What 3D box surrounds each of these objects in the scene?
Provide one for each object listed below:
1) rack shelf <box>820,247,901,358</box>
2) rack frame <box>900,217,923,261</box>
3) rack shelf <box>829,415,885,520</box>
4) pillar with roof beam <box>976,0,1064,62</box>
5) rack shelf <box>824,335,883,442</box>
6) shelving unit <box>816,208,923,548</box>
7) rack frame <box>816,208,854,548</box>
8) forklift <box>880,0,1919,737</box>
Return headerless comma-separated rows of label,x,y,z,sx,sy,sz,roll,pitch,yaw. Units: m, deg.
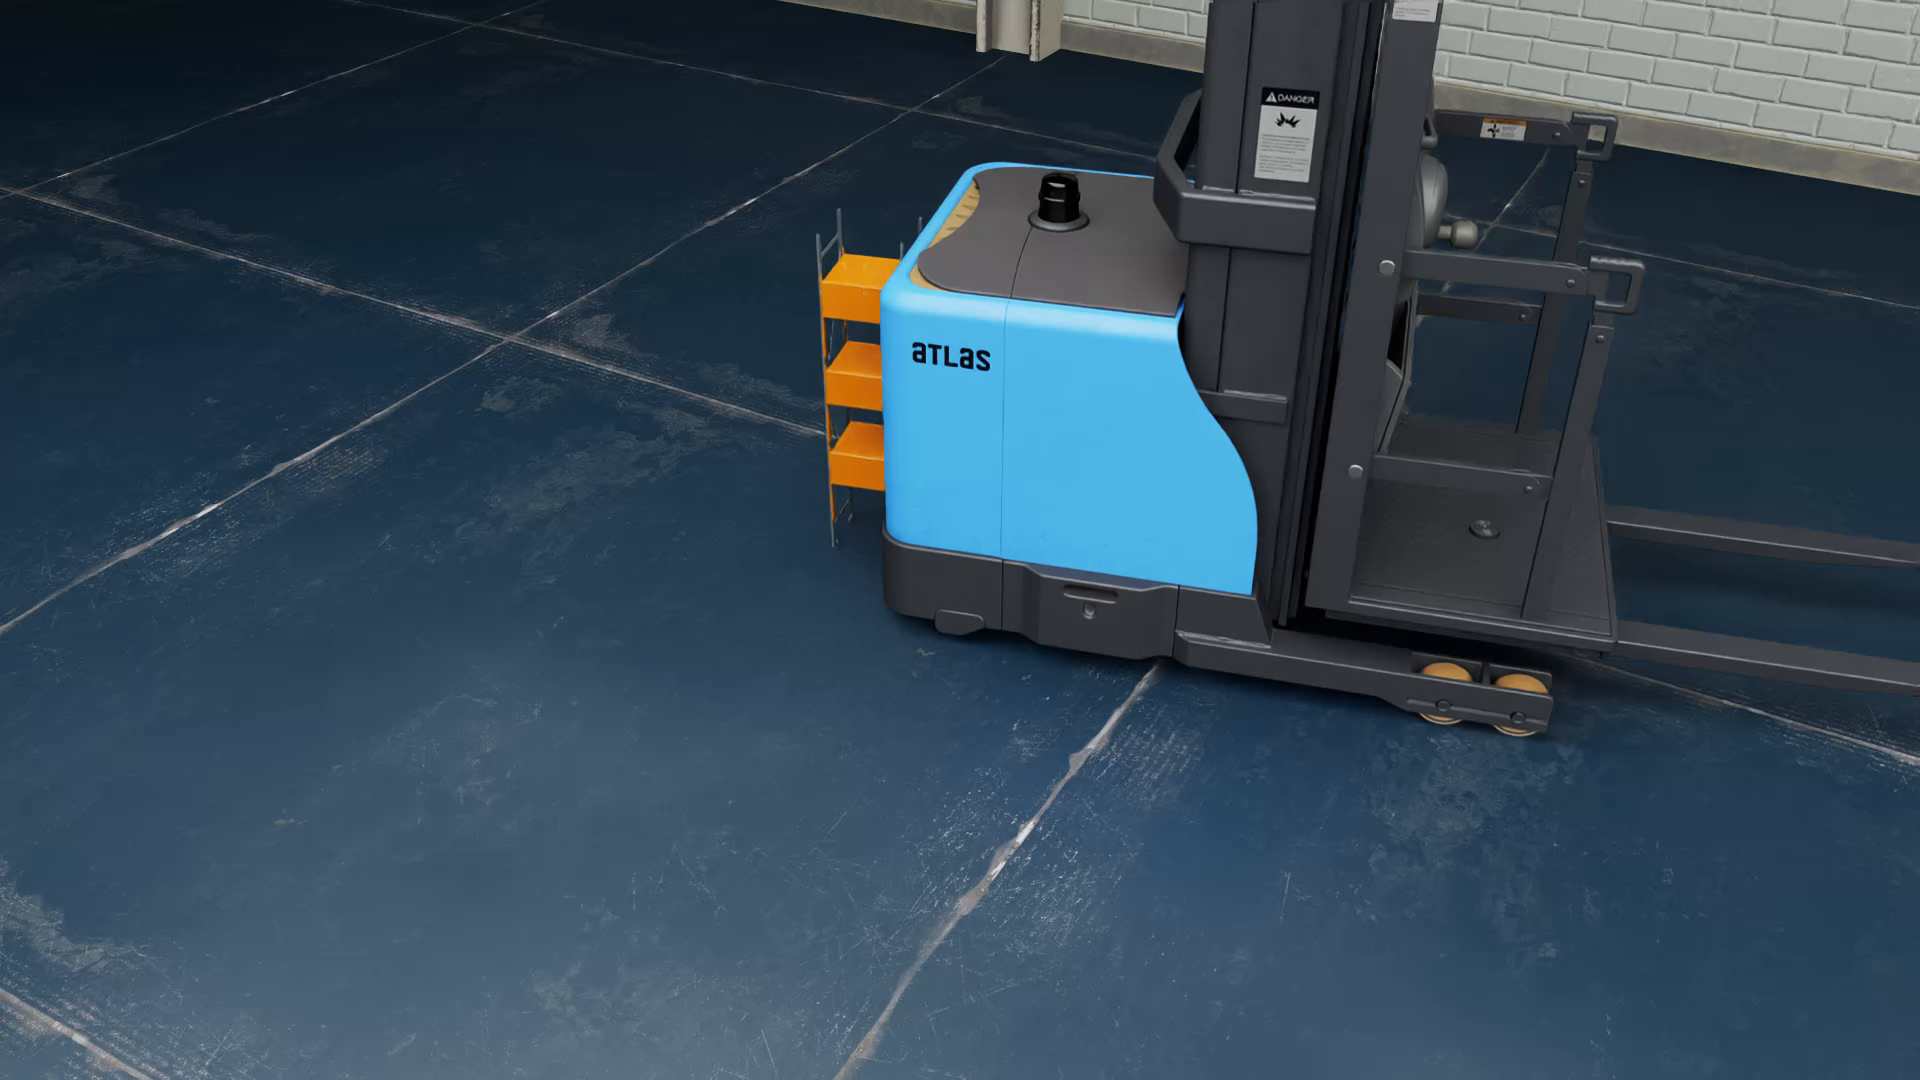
rack shelf,-0.254,-0.676,4.825,0.240,0.259,0.215,8,35,12
rack frame,-0.136,-0.431,4.950,0.008,1.050,0.200,8,35,12
rack shelf,-0.254,-0.208,5.136,0.240,0.259,0.215,8,35,12
pillar with roof beam,-1.800,-4.461,3.830,0.400,9.000,9.100,18,37,24
rack shelf,-0.254,-0.440,4.982,0.240,0.259,0.215,8,35,12
shelving unit,-0.254,-0.448,4.976,0.252,1.050,0.215,8,35,12
rack frame,-0.372,-0.466,5.002,0.008,1.050,0.200,8,35,12
forklift,1.350,-1.021,4.139,3.031,2.935,1.130,8,35,12
